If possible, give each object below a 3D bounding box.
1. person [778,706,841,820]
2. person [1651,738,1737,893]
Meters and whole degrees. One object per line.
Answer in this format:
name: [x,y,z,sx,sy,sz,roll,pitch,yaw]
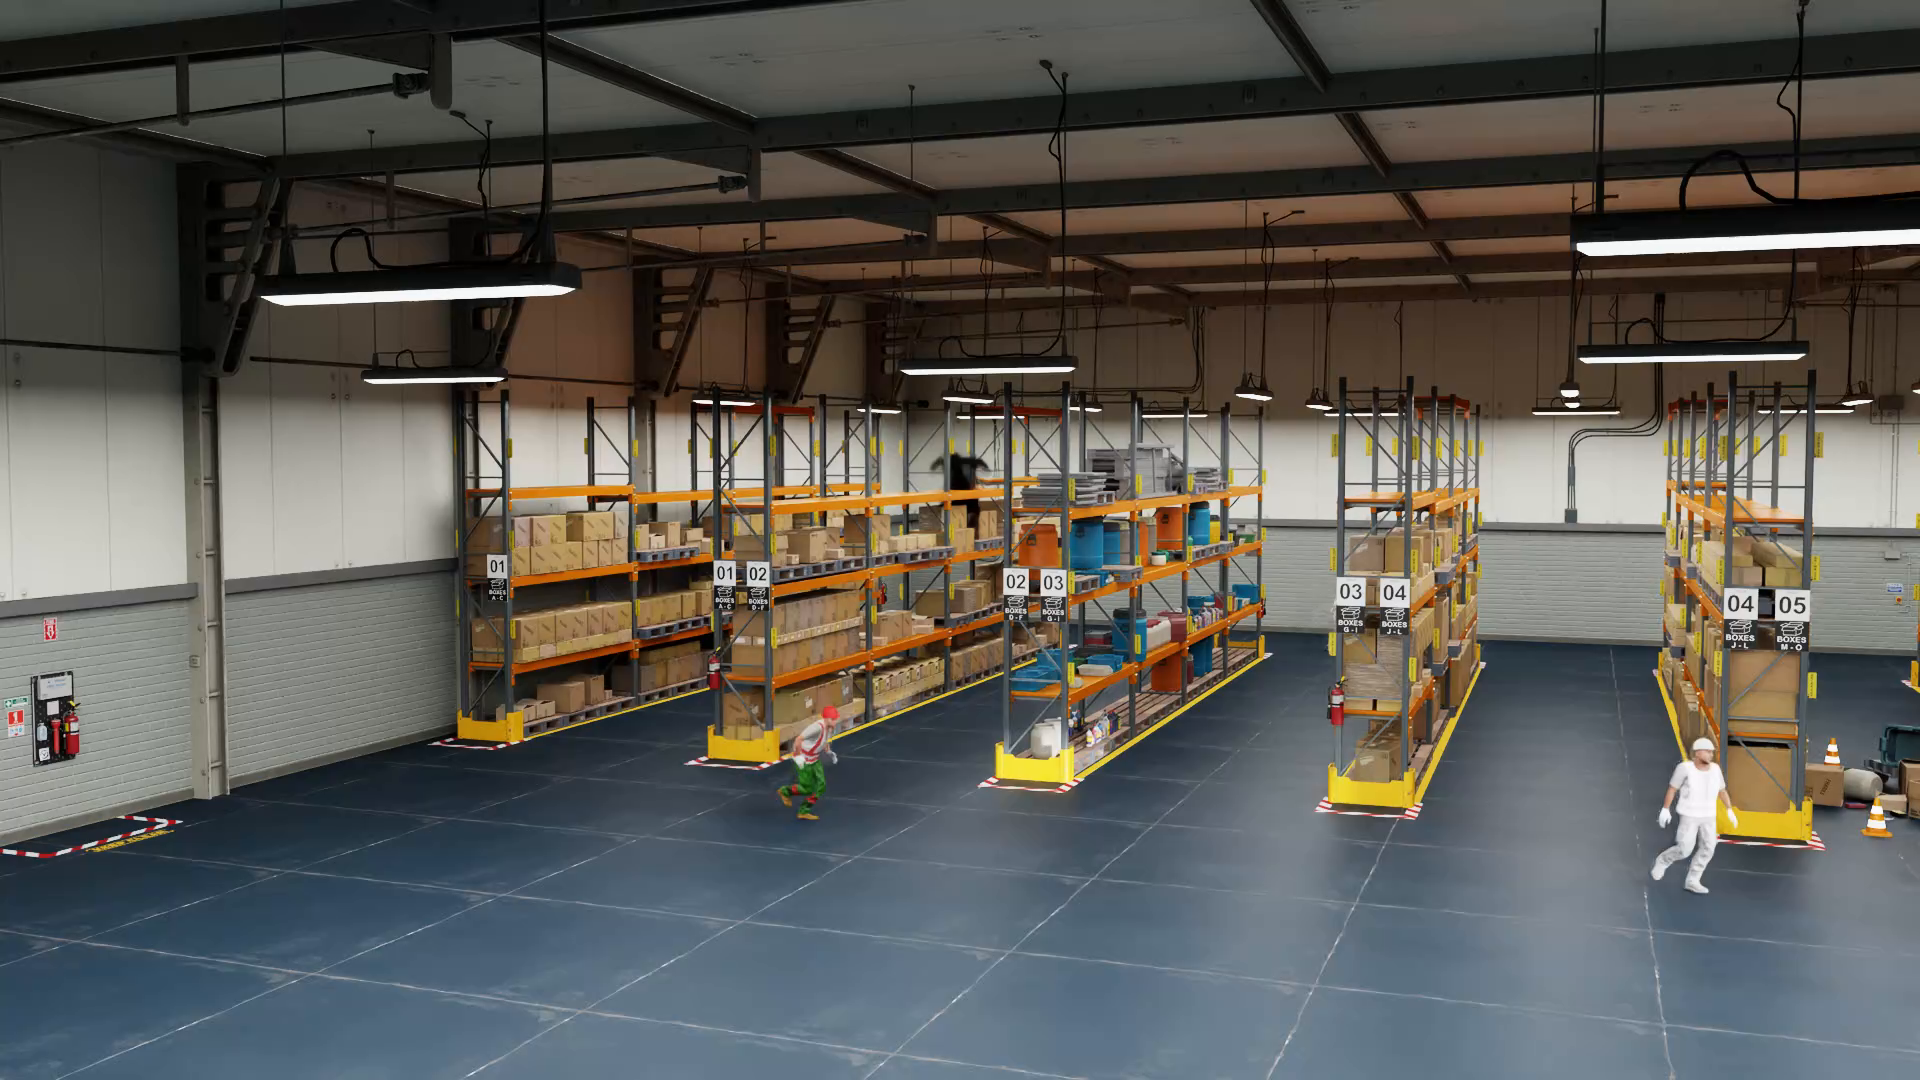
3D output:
person: [-2.037,2.994,22.349,0.999,1.572,0.675,2,4,26]
person: [8.268,3.092,18.770,0.719,1.741,0.698,-1,3,-12]
